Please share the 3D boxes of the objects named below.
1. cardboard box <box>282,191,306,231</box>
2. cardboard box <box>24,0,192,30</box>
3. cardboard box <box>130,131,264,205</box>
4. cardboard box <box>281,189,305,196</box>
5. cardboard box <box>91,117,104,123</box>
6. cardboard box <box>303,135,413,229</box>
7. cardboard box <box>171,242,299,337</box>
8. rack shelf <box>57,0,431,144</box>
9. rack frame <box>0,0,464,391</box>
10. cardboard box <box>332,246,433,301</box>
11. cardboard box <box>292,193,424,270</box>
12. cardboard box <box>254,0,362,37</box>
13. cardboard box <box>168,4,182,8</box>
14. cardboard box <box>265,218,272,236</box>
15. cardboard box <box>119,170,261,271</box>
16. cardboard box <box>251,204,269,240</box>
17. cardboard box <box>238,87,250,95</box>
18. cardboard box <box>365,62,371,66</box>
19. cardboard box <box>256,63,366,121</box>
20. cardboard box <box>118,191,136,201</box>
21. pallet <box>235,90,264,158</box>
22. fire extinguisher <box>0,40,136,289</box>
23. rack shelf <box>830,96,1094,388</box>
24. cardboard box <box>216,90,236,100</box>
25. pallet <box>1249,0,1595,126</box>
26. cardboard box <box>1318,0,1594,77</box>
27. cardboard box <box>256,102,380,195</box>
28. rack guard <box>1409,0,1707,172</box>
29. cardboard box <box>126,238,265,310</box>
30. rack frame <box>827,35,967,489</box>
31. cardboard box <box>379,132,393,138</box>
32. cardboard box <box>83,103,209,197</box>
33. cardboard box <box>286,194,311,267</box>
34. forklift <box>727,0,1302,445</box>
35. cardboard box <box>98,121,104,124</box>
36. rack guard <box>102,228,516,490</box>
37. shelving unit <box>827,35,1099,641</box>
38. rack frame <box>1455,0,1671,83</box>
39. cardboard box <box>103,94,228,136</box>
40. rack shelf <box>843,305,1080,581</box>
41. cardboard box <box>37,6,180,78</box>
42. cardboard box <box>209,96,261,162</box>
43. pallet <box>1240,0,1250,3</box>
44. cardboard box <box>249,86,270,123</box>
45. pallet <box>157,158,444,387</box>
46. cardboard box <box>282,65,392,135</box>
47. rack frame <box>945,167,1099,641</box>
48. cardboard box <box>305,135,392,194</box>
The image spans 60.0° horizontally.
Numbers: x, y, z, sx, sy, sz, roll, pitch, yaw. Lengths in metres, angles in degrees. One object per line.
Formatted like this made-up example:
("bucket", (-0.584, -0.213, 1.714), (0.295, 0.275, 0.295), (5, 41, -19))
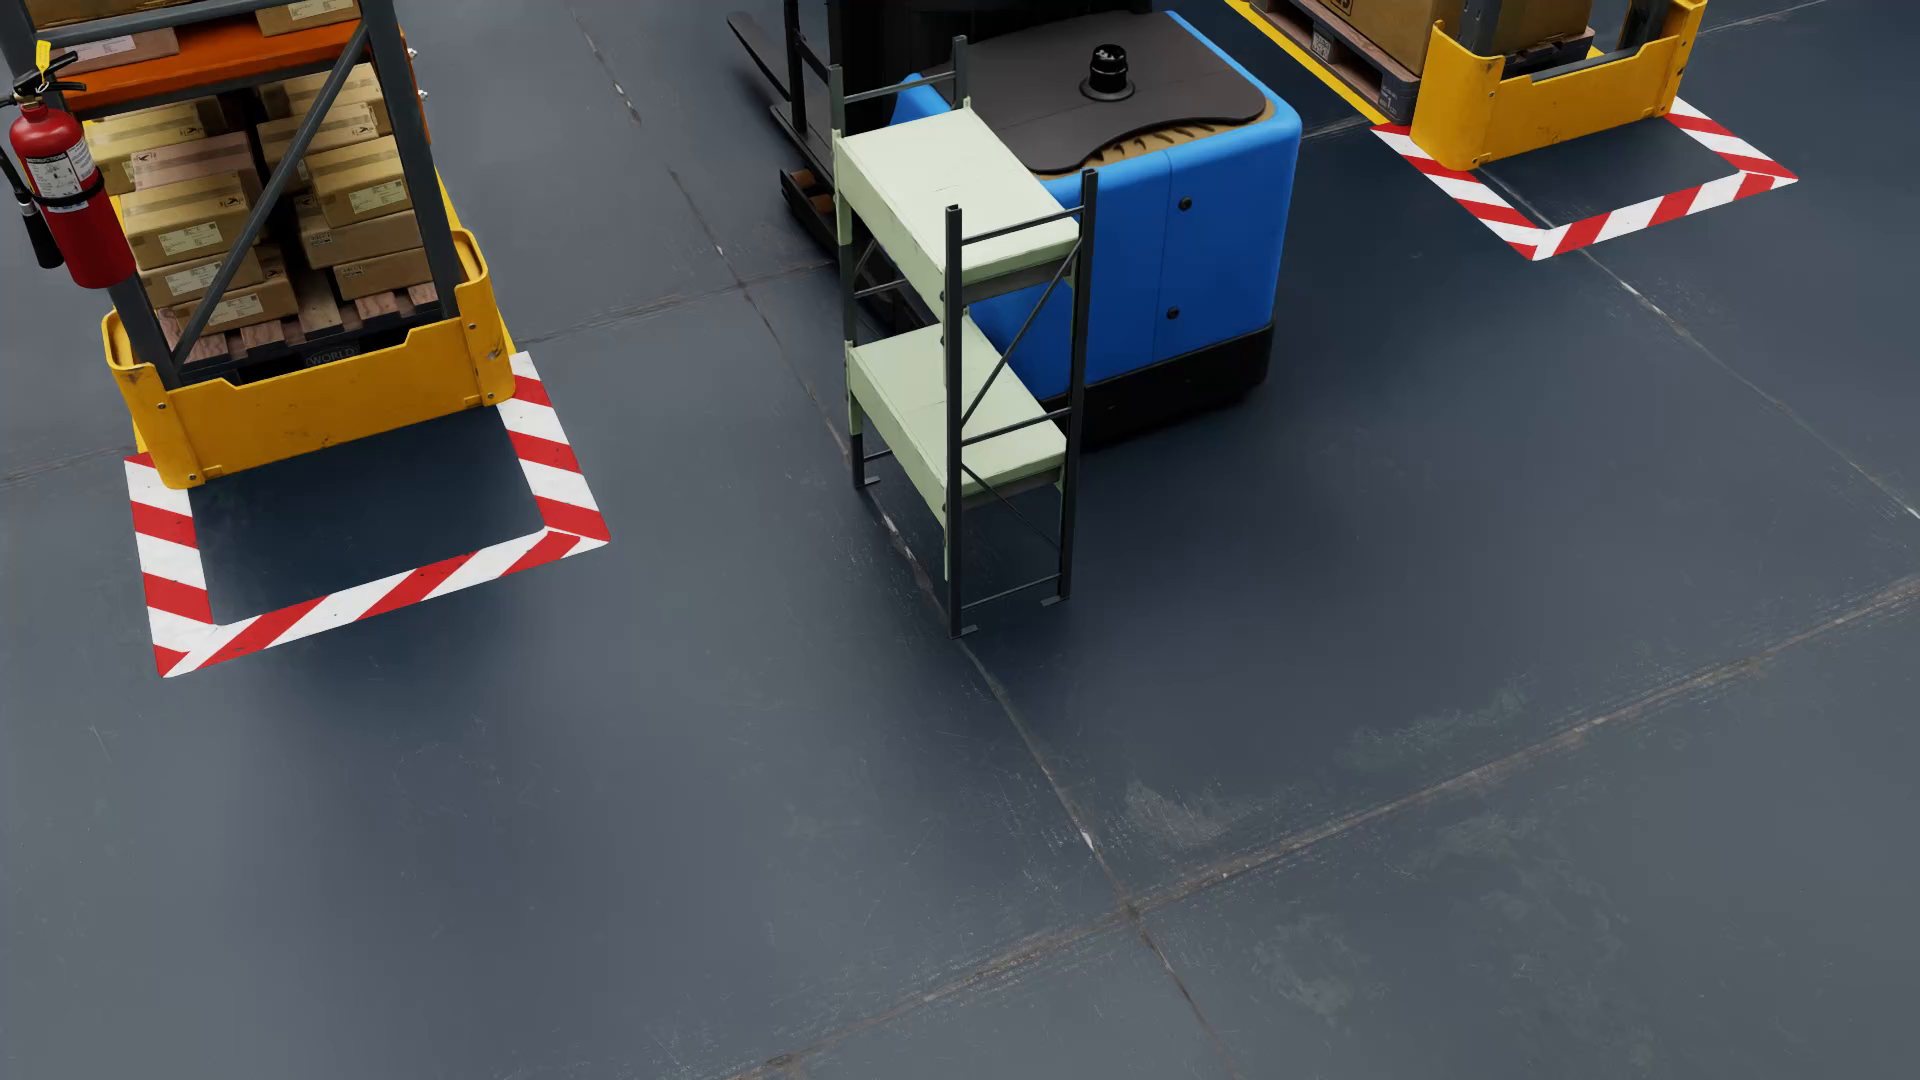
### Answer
("cardboard box", (-2.316, -1.311, 6.174), (0.380, 0.149, 0.250), (-18, 47, -17))
("cardboard box", (-2.514, -1.801, 4.657), (0.500, 0.500, 0.500), (-17, 47, -17))
("cardboard box", (-2.597, -1.236, 5.674), (0.380, 0.149, 0.250), (-17, 47, -17))
("cardboard box", (-2.326, -1.421, 6.073), (0.380, 0.149, 0.250), (-17, 47, -17))
("cardboard box", (-3.036, -1.702, 6.146), (0.380, 0.149, 0.250), (-16, 47, -16))
("cardboard box", (-2.003, -1.230, 5.668), (0.380, 0.149, 0.250), (-20, 48, -19))
("cardboard box", (-2.502, -0.858, 5.715), (0.380, 0.149, 0.250), (-17, 47, -17))
("rack shelf", (-2.932, -2.468, 6.128), (1.077, 0.370, 4.000), (-18, 47, -17))
("rack frame", (-2.091, -1.450, 4.583), (1.000, 3.000, 0.127), (-18, 47, -17))
("cardboard box", (-2.021, -1.013, 5.871), (0.380, 0.149, 0.250), (-17, 47, -17))
("cardboard box", (-2.079, -1.100, 5.748), (0.380, 0.149, 0.250), (-16, 47, -16))
("cardboard box", (-1.930, -1.663, 4.979), (0.380, 0.149, 0.250), (-18, 48, -18))
("cardboard box", (-2.555, -1.654, 4.969), (0.380, 0.149, 0.250), (-18, 47, -17))
("cardboard box", (-2.735, -1.186, 6.047), (0.380, 0.149, 0.250), (-18, 47, -18))
("cardboard box", (-2.544, -1.059, 5.494), (0.380, 0.149, 0.250), (-18, 47, -17))
("cardboard box", (-2.633, -1.125, 5.773), (0.380, 0.149, 0.250), (-19, 48, -18))
("cardboard box", (-2.684, -1.918, 6.577), (0.380, 0.149, 0.250), (-16, 47, -15))
("cardboard box", (-2.544, -1.826, 6.695), (0.380, 0.149, 0.250), (-20, 48, -19))
("cardboard box", (-2.397, -1.702, 6.147), (0.380, 0.149, 0.250), (-20, 48, -19))
("cardboard box", (-2.792, -1.273, 5.923), (0.380, 0.149, 0.250), (-20, 48, -19))
("pallet", (-2.942, -1.810, 6.934), (1.003, 0.211, 1.213), (-18, 47, -17))
("fire extinguisher", (-2.404, -0.992, 4.441), (0.296, 0.674, 0.183), (-18, 47, -17))
("rack shelf", (-0.008, -0.812, 4.450), (0.431, 0.370, 0.720), (-19, 48, -18))
("cardboard box", (-3.149, -1.847, 6.717), (0.380, 0.149, 0.250), (-17, 47, -16))
("pallet", (2.044, -2.344, 7.475), (1.003, 0.211, 1.213), (-18, 47, -17))
("cardboard box", (2.110, -2.627, 6.991), (0.875, 0.875, 0.875), (-18, 47, -17))
("cardboard box", (-2.228, -1.370, 5.810), (0.380, 0.149, 0.250), (-17, 47, -17))
("rack guard", (2.462, -1.945, 6.865), (1.175, 0.500, 0.348), (-18, 47, -17))
("cardboard box", (-2.572, -0.942, 5.588), (0.380, 0.149, 0.250), (-19, 48, -18))
("rack frame", (-0.165, -0.766, 4.959), (0.400, 1.500, 0.023), (-19, 48, -18))
("cardboard box", (-2.335, -1.616, 6.271), (0.380, 0.149, 0.250), (-17, 47, -16))
("cardboard box", (-2.821, -1.363, 5.803), (0.380, 0.149, 0.250), (-19, 48, -18))
("cardboard box", (-2.205, -1.155, 6.016), (0.380, 0.149, 0.250), (-18, 47, -18))
("forklift", (-0.047, -2.336, 5.531), (1.130, 2.935, 3.031), (-19, 48, -18))
("cardboard box", (-3.022, -1.599, 6.254), (0.380, 0.149, 0.250), (-17, 47, -17))
("rack guard", (-2.123, -0.608, 5.510), (1.175, 0.500, 0.348), (-18, 47, -17))
("shelving unit", (-0.008, -0.534, 4.724), (0.431, 1.500, 0.755), (-19, 48, -18))
("rack frame", (2.452, -2.850, 6.003), (1.000, 3.000, 0.127), (-18, 47, -17))
("cardboard box", (-2.873, -1.547, 5.989), (0.380, 0.149, 0.250), (-20, 48, -19))
("rack shelf", (-0.008, -0.302, 4.953), (0.431, 0.370, 0.720), (-19, 48, -18))
("cardboard box", (-2.485, -1.484, 4.798), (0.380, 0.149, 0.250), (-18, 47, -17))
("cardboard box", (-2.812, -1.474, 6.128), (0.380, 0.149, 0.250), (-19, 48, -18))
("pallet", (1.535, -3.120, 8.262), (1.003, 0.211, 1.213), (-18, 47, -17))
("cardboard box", (-2.533, -1.757, 6.414), (0.380, 0.149, 0.250), (-20, 48, -19))
("pallet", (-2.433, -1.034, 6.147), (1.003, 0.211, 1.213), (-18, 47, -17))
("cardboard box", (-2.218, -1.569, 6.011), (0.380, 0.149, 0.250), (-18, 47, -18))
("rack frame", (0.150, -0.302, 4.488), (0.400, 1.500, 0.023), (-19, 48, -18))
("cardboard box", (-2.142, -1.291, 5.942), (0.380, 0.149, 0.250), (-18, 47, -18))
